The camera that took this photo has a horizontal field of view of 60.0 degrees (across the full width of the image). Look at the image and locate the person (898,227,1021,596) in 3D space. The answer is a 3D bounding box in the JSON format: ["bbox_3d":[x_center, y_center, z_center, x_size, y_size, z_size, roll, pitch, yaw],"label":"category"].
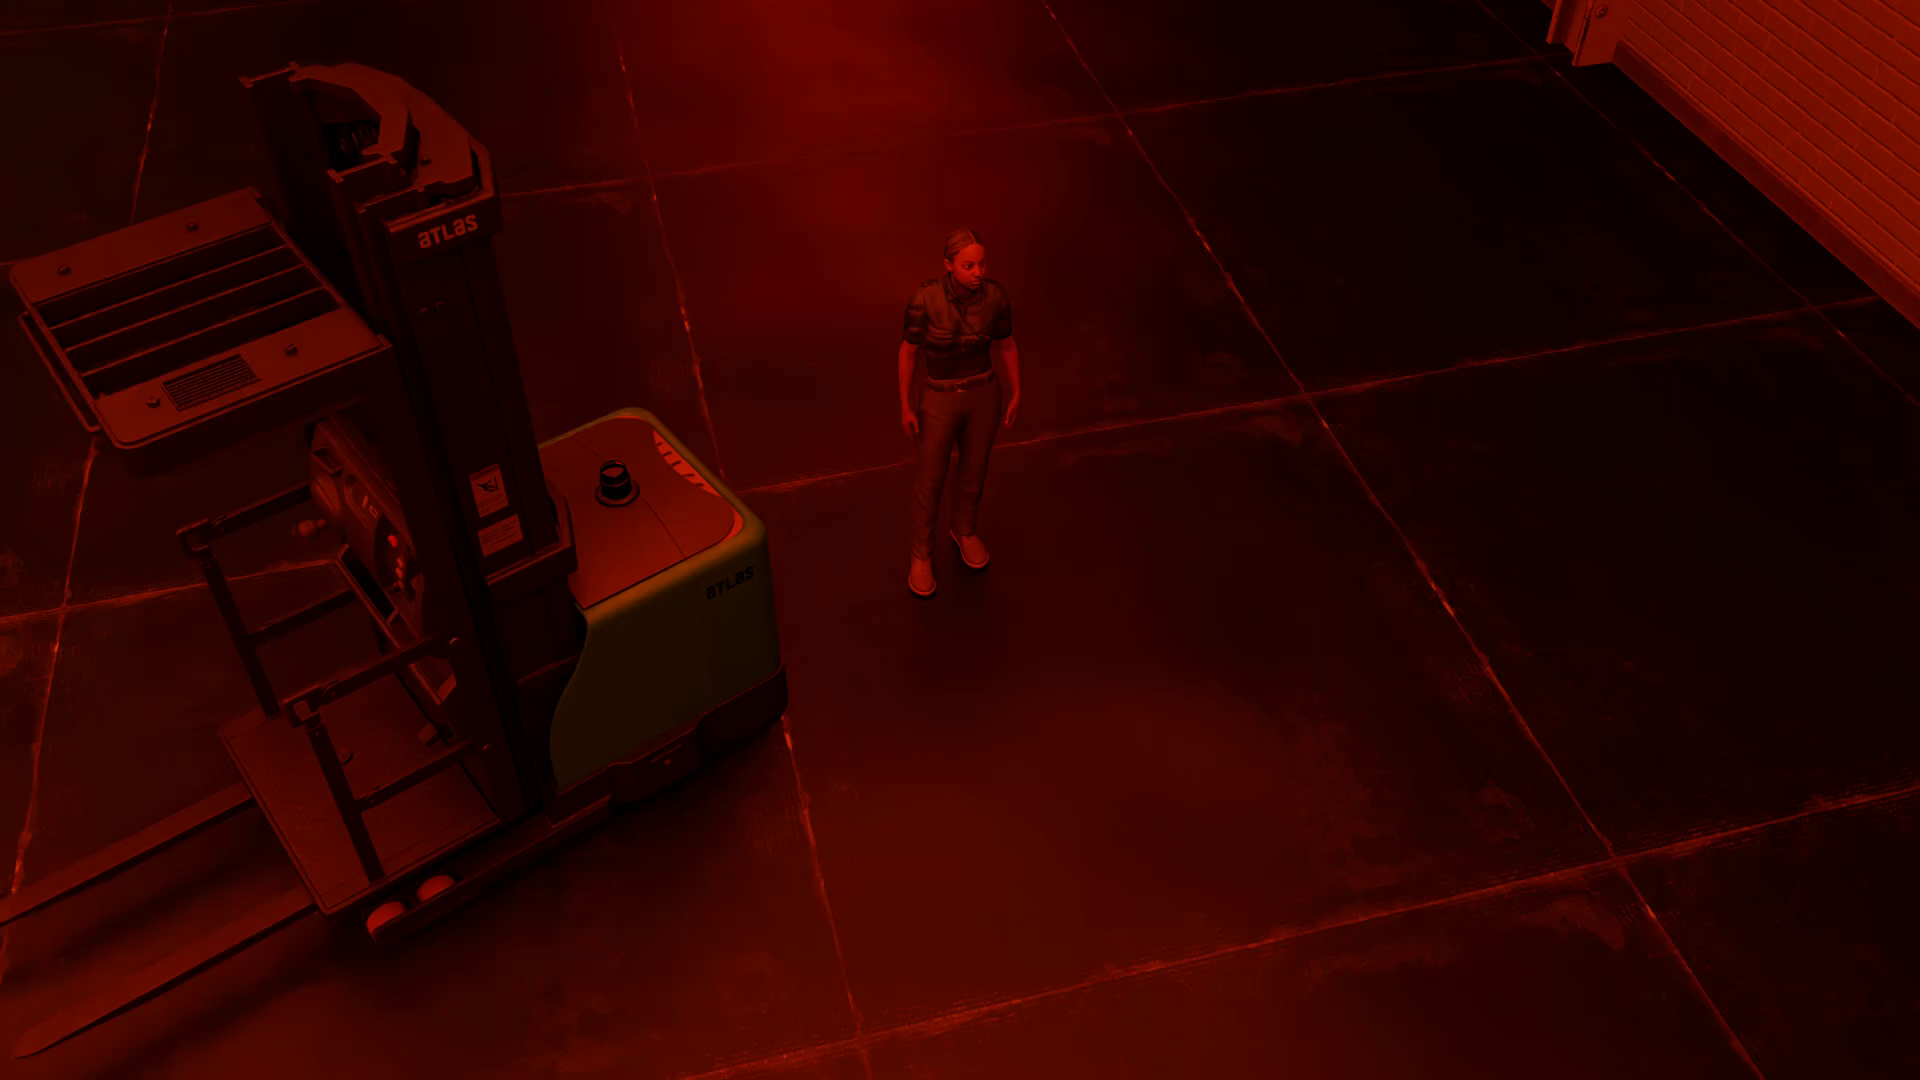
[{"bbox_3d":[0.003,-0.545,7.140,0.569,1.656,0.503,-10,44,-11],"label":"person"}]

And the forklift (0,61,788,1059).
[{"bbox_3d":[-2.193,0.026,5.617,3.031,2.935,1.130,-28,50,-27],"label":"forklift"}]
